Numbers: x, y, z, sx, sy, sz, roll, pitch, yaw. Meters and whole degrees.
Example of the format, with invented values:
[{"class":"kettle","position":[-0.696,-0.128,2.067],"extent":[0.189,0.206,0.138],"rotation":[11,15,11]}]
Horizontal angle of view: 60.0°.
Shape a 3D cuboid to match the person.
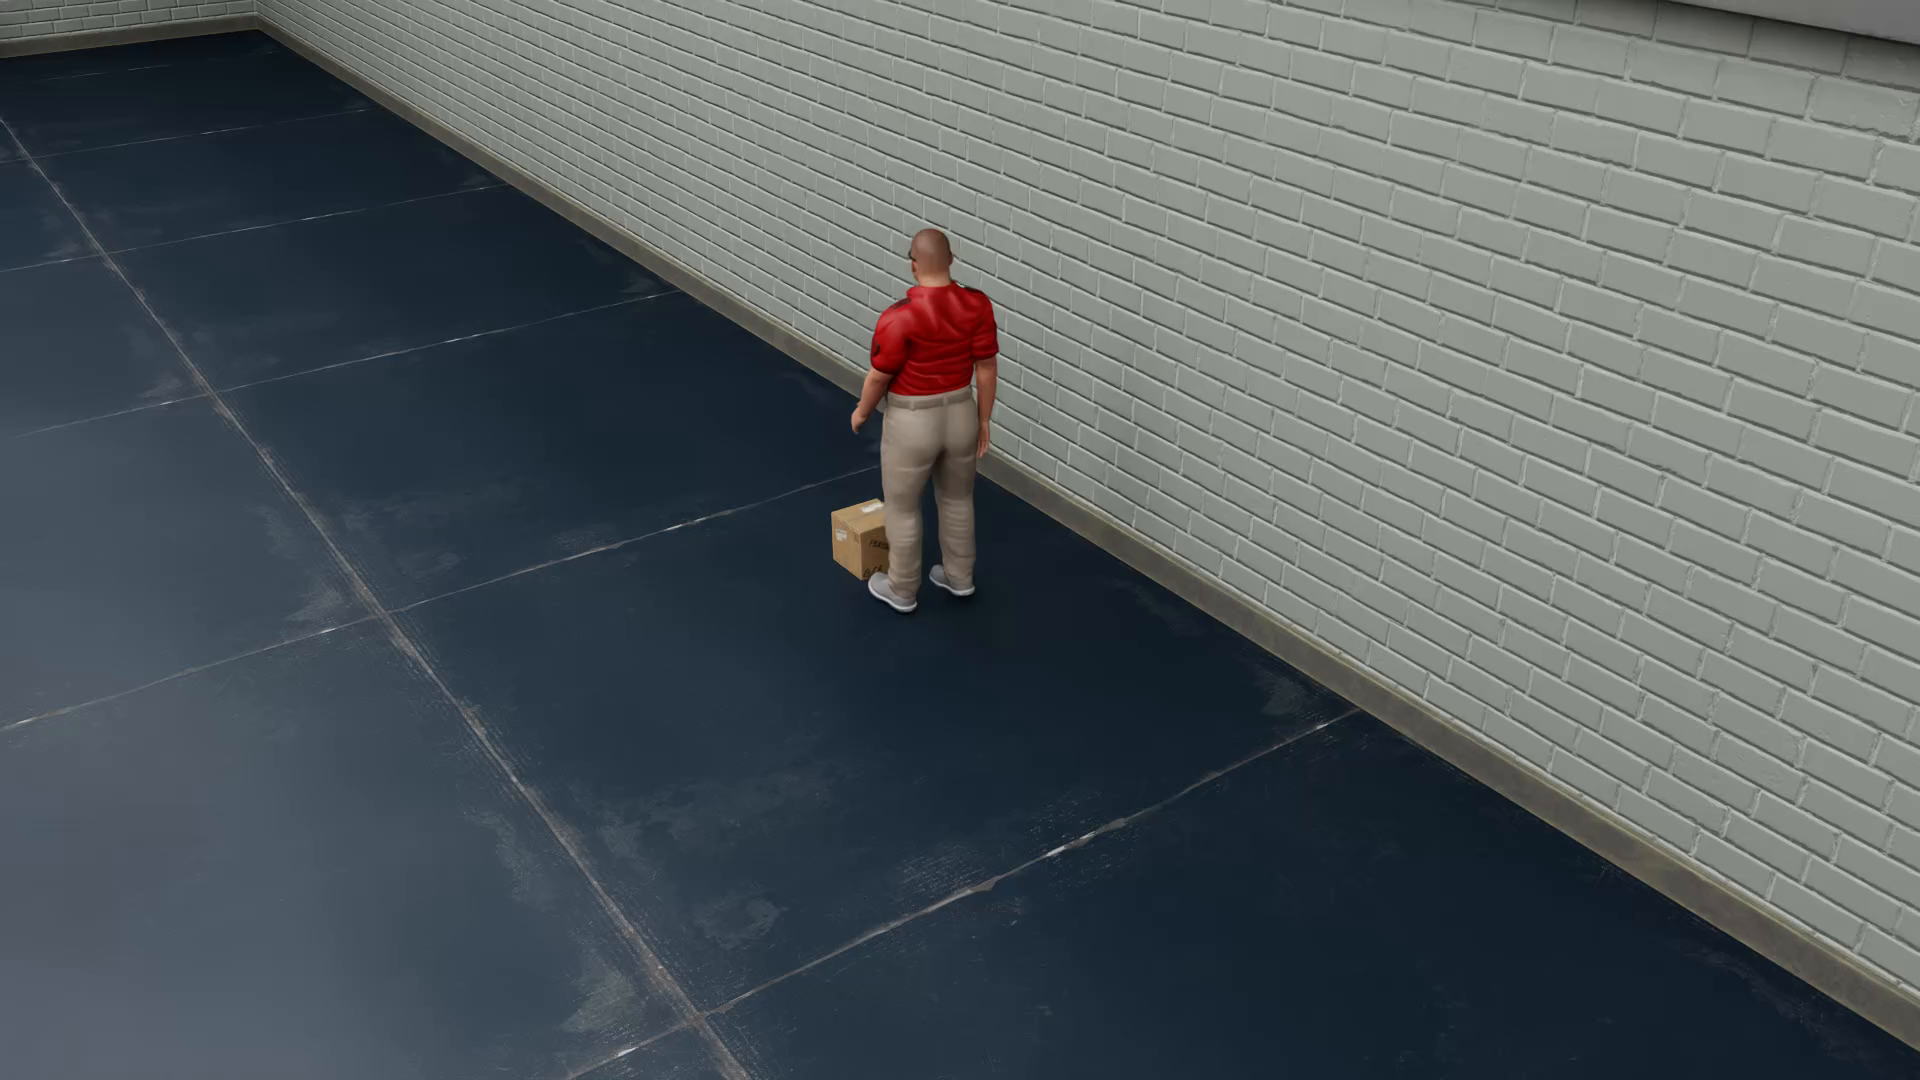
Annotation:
[{"class":"person","position":[-0.161,-0.490,7.036],"extent":[0.552,1.753,0.459],"rotation":[-16,32,-26]}]
